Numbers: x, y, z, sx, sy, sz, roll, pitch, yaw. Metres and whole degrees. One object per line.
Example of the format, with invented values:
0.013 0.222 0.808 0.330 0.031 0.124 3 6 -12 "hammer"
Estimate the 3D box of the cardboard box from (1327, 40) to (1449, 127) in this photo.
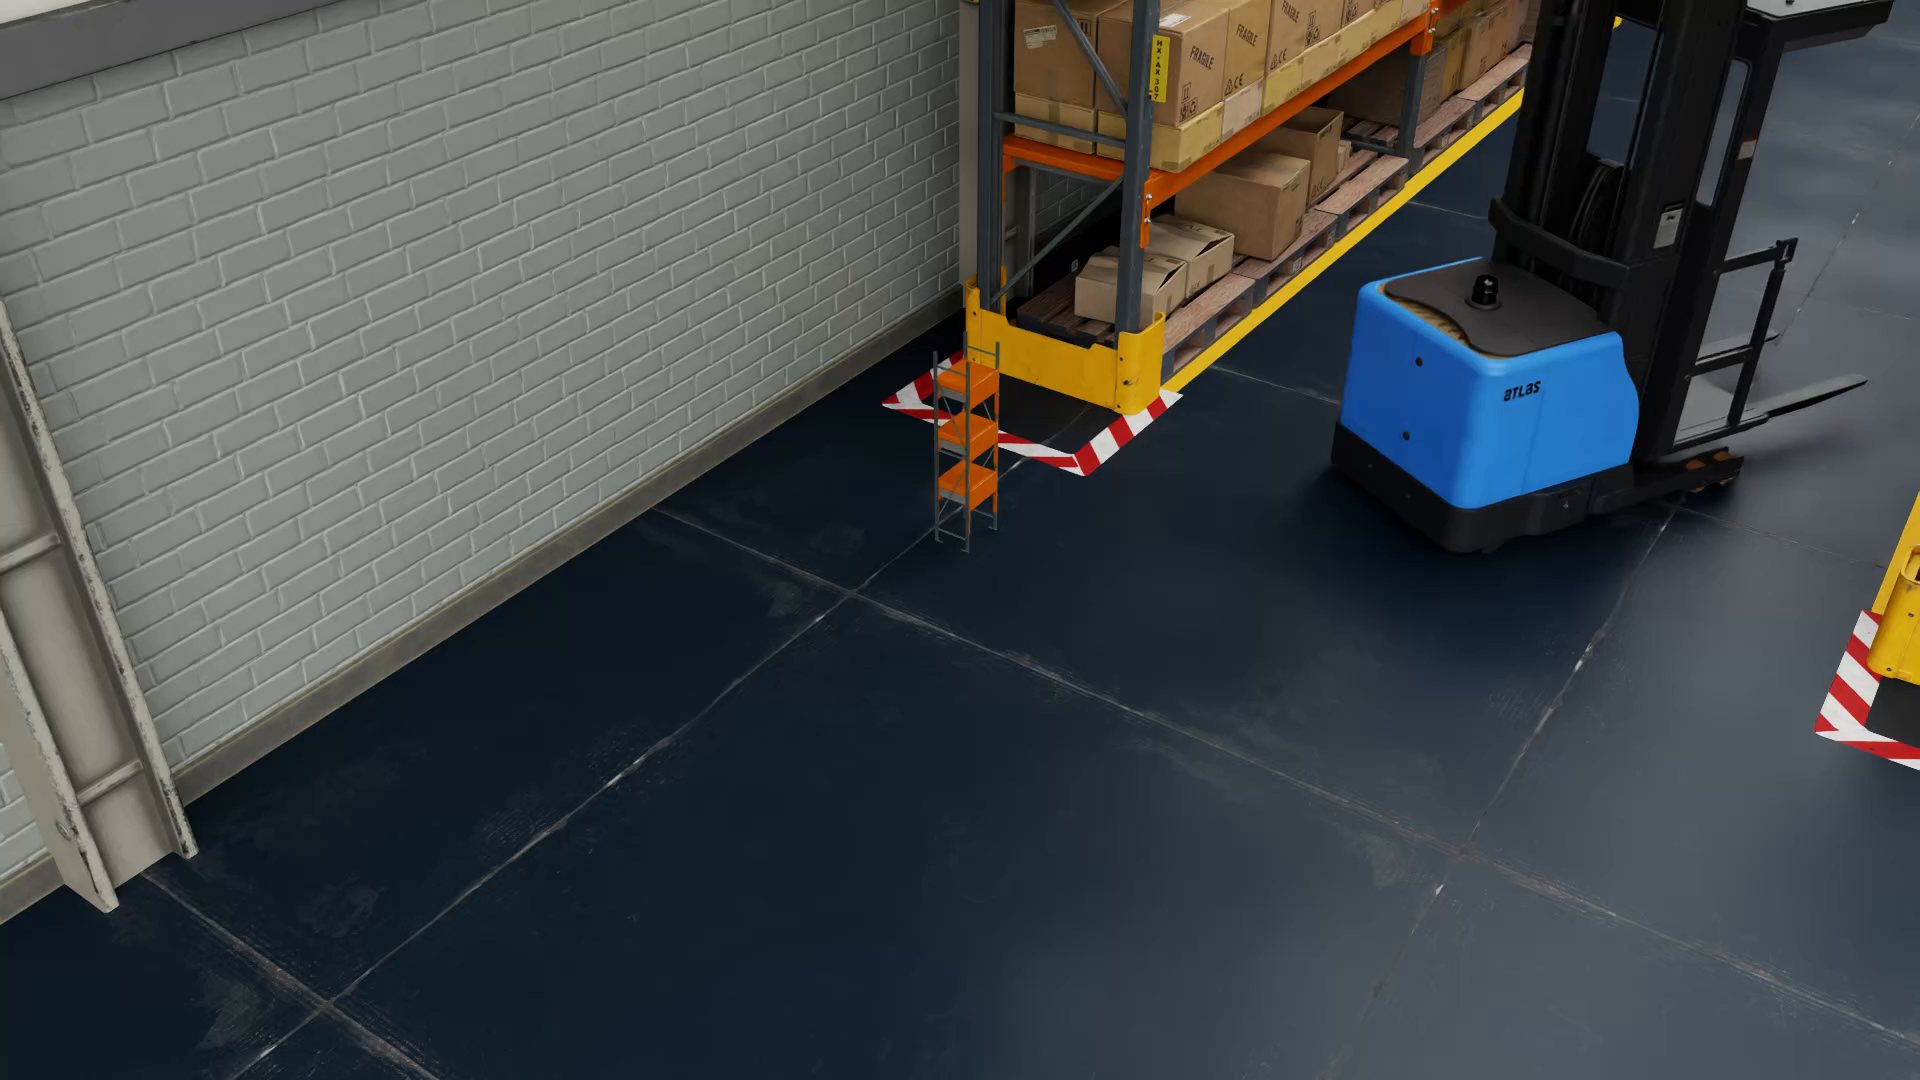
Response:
3.227 -3.486 12.565 0.700 0.500 0.500 23 40 30 "cardboard box"

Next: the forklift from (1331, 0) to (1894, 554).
3.504 -1.710 8.162 3.031 2.935 1.130 -15 37 -21 "forklift"

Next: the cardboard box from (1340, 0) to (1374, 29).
2.230 -3.475 10.158 0.500 0.500 0.500 20 39 27 "cardboard box"

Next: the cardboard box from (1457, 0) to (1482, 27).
3.769 -4.241 13.012 0.500 0.250 0.500 20 39 27 "cardboard box"

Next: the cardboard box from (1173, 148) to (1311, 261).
1.793 -2.174 10.626 0.700 0.500 0.500 19 38 25 "cardboard box"

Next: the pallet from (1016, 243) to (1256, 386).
1.076 -1.396 10.126 1.003 0.211 1.213 21 39 28 "pallet"

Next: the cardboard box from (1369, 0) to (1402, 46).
2.509 -3.399 10.715 0.500 0.250 0.500 21 40 28 "cardboard box"

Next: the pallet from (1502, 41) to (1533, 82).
4.655 -4.321 14.452 1.003 0.211 1.213 21 39 28 "pallet"

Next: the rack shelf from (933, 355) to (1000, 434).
0.031 -0.686 7.839 0.215 0.259 0.240 21 39 28 "rack shelf"

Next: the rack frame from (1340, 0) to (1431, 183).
2.821 -3.995 11.479 1.000 3.000 0.127 21 39 28 "rack frame"

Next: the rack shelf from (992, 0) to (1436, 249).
1.681 -2.776 10.320 1.077 0.370 4.000 21 39 28 "rack shelf"

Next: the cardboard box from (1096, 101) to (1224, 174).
1.079 -2.223 8.976 0.500 0.250 0.500 20 39 27 "cardboard box"

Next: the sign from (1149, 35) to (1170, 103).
0.986 -2.339 8.259 0.100 0.325 0.005 21 39 28 "sign"

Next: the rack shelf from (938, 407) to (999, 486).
0.031 -0.451 7.998 0.215 0.259 0.240 21 39 28 "rack shelf"

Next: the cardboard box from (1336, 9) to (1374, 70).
2.235 -3.163 10.366 0.500 0.250 0.500 21 39 28 "cardboard box"

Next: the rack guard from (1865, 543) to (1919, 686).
4.598 0.473 7.104 1.175 0.500 0.348 21 39 28 "rack guard"

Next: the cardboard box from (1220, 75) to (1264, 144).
1.364 -2.467 9.336 0.500 0.250 0.500 20 39 27 "cardboard box"

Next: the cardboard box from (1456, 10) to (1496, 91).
3.804 -3.961 13.269 0.700 0.500 0.500 22 40 29 "cardboard box"

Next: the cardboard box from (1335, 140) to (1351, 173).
2.540 -2.748 11.772 0.380 0.166 0.250 16 37 22 "cardboard box"

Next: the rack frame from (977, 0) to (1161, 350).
0.540 -2.154 8.757 1.000 3.000 0.127 21 39 28 "rack frame"

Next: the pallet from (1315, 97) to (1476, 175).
3.264 -3.198 12.791 1.003 0.211 1.213 21 39 28 "pallet"

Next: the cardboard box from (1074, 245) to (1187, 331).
1.009 -1.512 9.816 0.500 0.311 0.500 17 37 23 "cardboard box"

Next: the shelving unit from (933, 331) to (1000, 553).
0.031 -0.460 7.992 0.215 1.050 0.252 21 39 28 "shelving unit"

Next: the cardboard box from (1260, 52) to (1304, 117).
1.659 -2.699 9.680 0.500 0.250 0.500 21 39 27 "cardboard box"

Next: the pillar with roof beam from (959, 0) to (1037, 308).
3.765 -3.862 5.928 9.100 9.000 0.400 21 39 28 "pillar with roof beam"

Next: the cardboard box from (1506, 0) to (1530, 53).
4.345 -4.434 13.968 0.700 0.500 0.500 21 39 28 "cardboard box"

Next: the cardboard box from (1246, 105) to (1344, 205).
2.262 -2.651 11.331 0.500 0.500 0.500 18 38 25 "cardboard box"

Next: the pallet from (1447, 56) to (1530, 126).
3.959 -3.762 13.625 1.003 0.211 1.213 21 39 28 "pallet"

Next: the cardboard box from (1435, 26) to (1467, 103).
3.480 -3.739 12.941 0.700 0.500 0.500 20 39 27 "cardboard box"

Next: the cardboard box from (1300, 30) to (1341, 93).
1.949 -2.931 10.023 0.500 0.250 0.500 22 40 29 "cardboard box"

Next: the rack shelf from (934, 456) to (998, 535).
0.031 -0.221 8.154 0.215 0.259 0.240 21 39 28 "rack shelf"

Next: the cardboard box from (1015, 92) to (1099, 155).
0.647 -2.377 9.204 0.500 0.250 0.500 22 40 29 "cardboard box"

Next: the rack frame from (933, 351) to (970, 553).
-0.039 -0.403 7.909 0.200 1.050 0.008 21 39 28 "rack frame"

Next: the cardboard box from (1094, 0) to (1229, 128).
1.059 -2.534 8.767 0.500 0.500 0.500 21 39 28 "cardboard box"

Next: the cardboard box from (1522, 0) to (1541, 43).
4.734 -4.634 14.264 0.700 0.500 0.500 22 40 29 "cardboard box"

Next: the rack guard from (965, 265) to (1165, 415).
0.583 -1.153 9.509 1.175 0.500 0.348 21 39 28 "rack guard"

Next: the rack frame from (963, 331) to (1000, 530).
0.100 -0.516 8.075 0.200 1.050 0.008 21 39 28 "rack frame"

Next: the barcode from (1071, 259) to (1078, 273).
0.690 -1.652 10.014 0.001 0.075 0.075 21 39 28 "barcode"

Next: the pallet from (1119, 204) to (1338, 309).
1.772 -1.955 10.953 1.003 0.211 1.213 21 39 28 "pallet"

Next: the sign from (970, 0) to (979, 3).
0.096 -2.951 8.620 0.100 0.325 0.005 21 39 28 "sign"

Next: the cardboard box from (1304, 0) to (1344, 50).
1.934 -3.236 9.804 0.500 0.500 0.500 23 40 30 "cardboard box"

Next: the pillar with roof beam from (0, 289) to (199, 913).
0.344 -1.101 1.845 9.100 9.000 0.400 21 39 28 "pillar with roof beam"

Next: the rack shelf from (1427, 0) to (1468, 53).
3.961 -4.617 13.042 1.077 0.370 4.000 21 39 28 "rack shelf"

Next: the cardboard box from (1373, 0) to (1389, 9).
2.525 -3.704 10.496 0.500 0.500 0.500 21 39 28 "cardboard box"

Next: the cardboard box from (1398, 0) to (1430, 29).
2.800 -3.626 11.050 0.500 0.250 0.500 21 40 28 "cardboard box"

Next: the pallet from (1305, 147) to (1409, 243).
2.467 -2.519 11.787 1.003 0.211 1.213 21 39 28 "pallet"

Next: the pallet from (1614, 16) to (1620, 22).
5.613 -5.019 15.484 1.003 0.211 1.213 21 39 28 "pallet"

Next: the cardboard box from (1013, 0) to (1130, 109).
0.634 -2.696 9.005 0.500 0.500 0.500 21 39 28 "cardboard box"

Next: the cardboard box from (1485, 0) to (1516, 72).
4.085 -4.197 13.617 0.700 0.500 0.500 21 39 28 "cardboard box"

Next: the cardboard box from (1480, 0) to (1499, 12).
4.068 -4.464 13.343 0.500 0.250 0.500 21 39 28 "cardboard box"

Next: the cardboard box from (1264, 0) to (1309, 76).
1.649 -2.994 9.447 0.500 0.500 0.500 20 39 27 "cardboard box"

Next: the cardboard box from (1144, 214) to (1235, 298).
1.334 -1.774 10.204 0.500 0.311 0.500 25 41 32 "cardboard box"

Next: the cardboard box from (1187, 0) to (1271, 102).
1.349 -2.759 9.098 0.500 0.500 0.500 21 40 28 "cardboard box"

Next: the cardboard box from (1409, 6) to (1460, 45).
3.475 -4.000 12.656 0.500 0.250 0.500 20 39 27 "cardboard box"
